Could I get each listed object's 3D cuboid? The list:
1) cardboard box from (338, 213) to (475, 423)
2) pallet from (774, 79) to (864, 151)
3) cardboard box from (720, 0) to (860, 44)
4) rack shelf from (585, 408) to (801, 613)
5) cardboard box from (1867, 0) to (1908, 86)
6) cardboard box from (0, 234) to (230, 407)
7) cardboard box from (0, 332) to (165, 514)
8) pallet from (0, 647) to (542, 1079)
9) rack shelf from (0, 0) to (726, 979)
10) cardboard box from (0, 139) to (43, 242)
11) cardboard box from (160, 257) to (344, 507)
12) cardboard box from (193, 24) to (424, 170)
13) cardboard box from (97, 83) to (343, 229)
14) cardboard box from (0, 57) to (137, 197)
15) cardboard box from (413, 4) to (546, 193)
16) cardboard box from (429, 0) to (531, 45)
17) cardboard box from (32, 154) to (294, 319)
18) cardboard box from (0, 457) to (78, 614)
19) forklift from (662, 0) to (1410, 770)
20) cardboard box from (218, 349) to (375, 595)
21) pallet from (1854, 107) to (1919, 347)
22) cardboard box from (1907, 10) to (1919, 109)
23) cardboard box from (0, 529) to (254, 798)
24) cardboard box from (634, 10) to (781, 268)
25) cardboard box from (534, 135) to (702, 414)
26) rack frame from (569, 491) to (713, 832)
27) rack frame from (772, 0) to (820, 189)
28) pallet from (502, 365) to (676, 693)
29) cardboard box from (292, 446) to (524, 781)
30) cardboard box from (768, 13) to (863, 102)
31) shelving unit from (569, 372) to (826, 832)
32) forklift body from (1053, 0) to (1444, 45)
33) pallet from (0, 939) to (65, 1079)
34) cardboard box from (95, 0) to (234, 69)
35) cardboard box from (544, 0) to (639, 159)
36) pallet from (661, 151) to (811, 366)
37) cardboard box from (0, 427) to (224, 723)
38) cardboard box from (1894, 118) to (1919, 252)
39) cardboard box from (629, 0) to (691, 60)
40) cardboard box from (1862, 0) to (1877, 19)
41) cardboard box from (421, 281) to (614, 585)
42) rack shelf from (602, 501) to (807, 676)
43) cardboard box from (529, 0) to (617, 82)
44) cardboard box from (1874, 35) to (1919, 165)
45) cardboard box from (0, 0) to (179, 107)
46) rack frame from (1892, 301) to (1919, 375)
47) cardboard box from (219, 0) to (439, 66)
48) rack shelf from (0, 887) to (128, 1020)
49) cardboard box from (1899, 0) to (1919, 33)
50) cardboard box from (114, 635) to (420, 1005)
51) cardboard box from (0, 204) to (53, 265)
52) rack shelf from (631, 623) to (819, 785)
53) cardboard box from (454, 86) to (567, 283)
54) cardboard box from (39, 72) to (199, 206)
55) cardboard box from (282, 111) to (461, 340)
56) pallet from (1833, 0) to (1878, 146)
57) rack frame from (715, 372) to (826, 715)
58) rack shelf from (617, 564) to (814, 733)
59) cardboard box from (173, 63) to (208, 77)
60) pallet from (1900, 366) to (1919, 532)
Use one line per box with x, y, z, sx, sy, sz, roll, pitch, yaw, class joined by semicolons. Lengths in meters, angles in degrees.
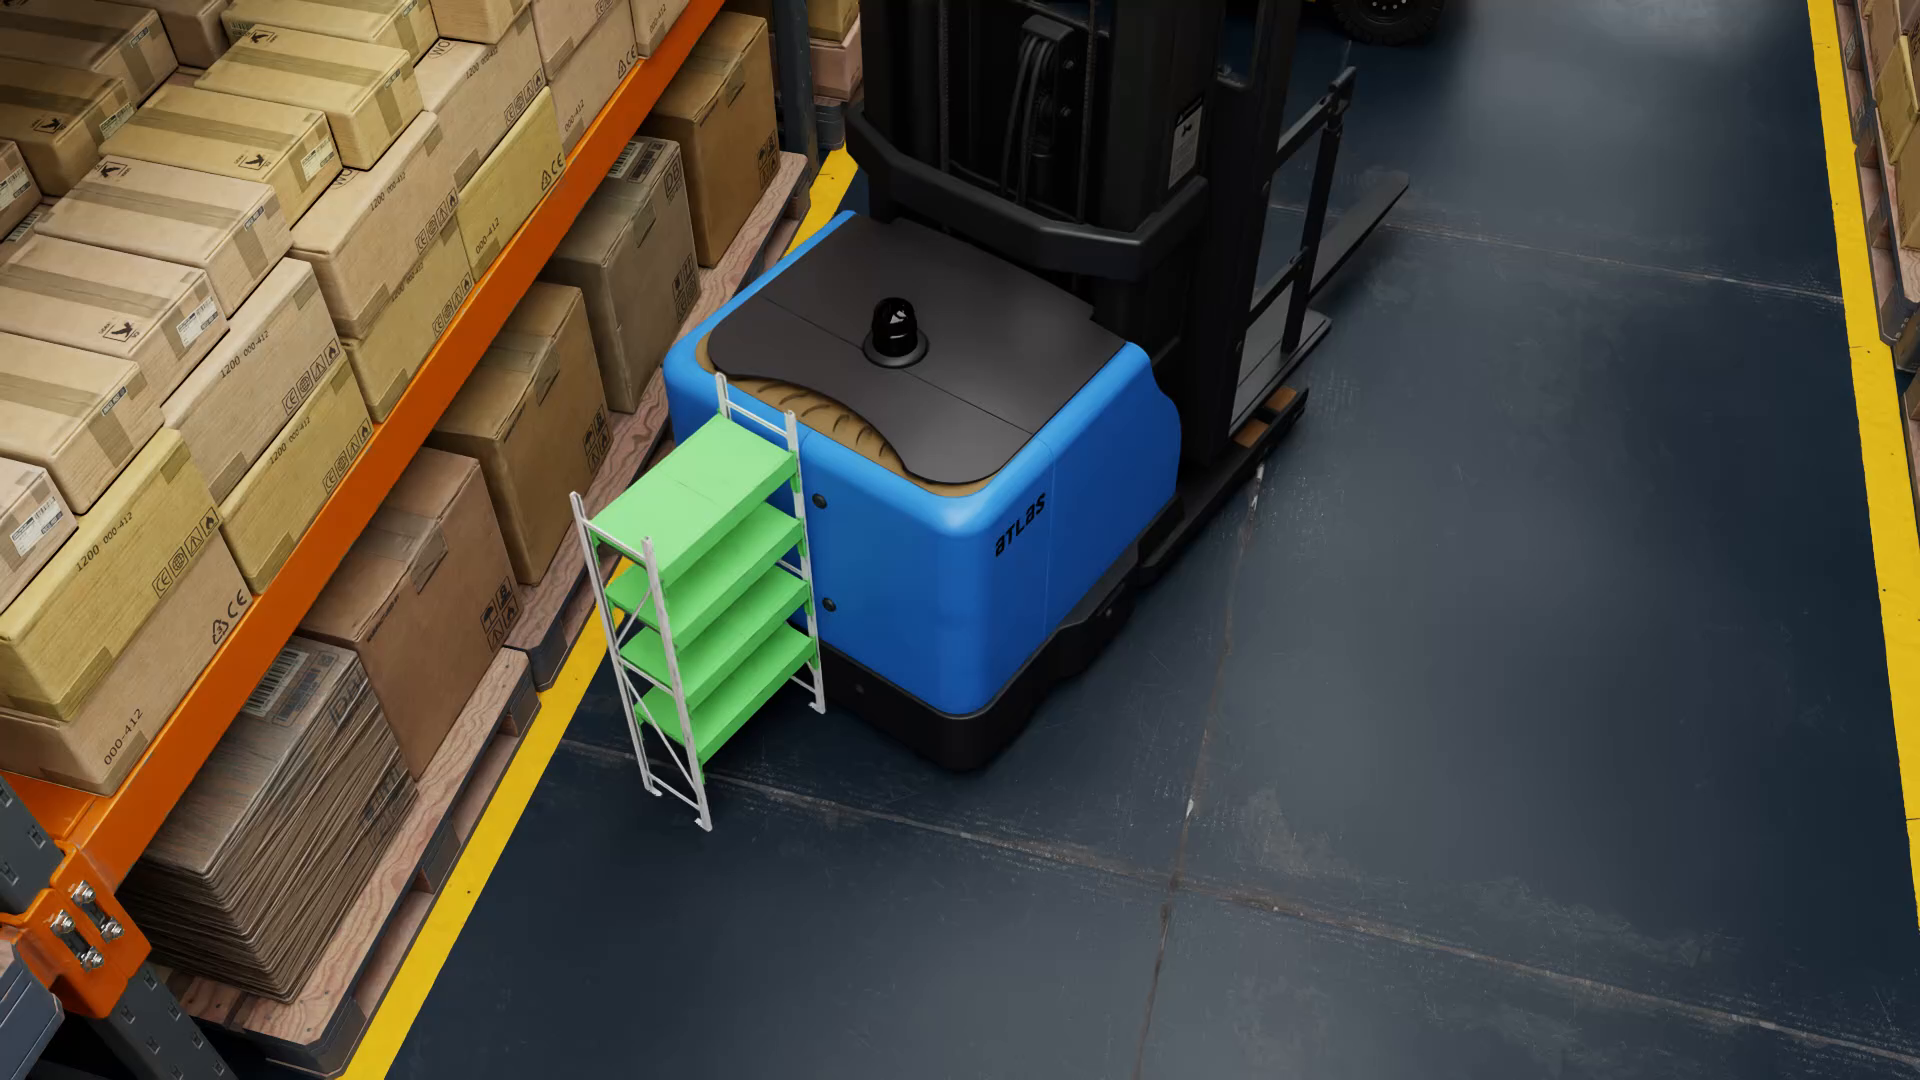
-1.483;-0.565;3.848;0.500;0.250;0.500;10;49;9;cardboard box
-0.799;-2.143;7.000;1.003;0.211;1.213;12;50;10;pallet
-0.624;-2.182;6.396;0.500;0.250;0.500;11;50;10;cardboard box
-0.634;-0.078;3.963;0.258;0.148;0.480;29;55;23;rack shelf
3.906;-1.986;6.556;0.500;0.250;0.500;12;50;11;cardboard box
-1.622;-0.410;3.112;0.380;0.149;0.250;13;50;11;cardboard box
-1.664;-0.219;2.943;0.380;0.149;0.250;13;50;11;cardboard box
-1.847;0.730;4.465;1.003;0.211;1.213;12;50;10;pallet
-1.575;-0.814;4.448;1.077;0.370;4.000;12;50;10;rack shelf
-2.126;-0.706;3.373;0.380;0.149;0.250;11;49;9;cardboard box
-1.616;-0.356;3.330;0.500;0.250;0.500;13;50;11;cardboard box
-1.404;-0.961;3.598;0.380;0.149;0.250;13;50;11;cardboard box
-1.528;-0.789;3.446;0.380;0.149;0.250;12;50;10;cardboard box
-1.982;-0.880;3.527;0.380;0.149;0.250;11;50;10;cardboard box
-1.351;-1.105;3.992;0.500;0.250;0.500;12;50;11;cardboard box
-1.227;-1.318;3.914;0.380;0.149;0.250;10;49;9;cardboard box
-1.565;-0.601;3.281;0.380;0.149;0.250;12;50;10;cardboard box
-1.733;-0.026;2.773;0.380;0.149;0.250;13;50;11;cardboard box
0.497;-1.403;4.533;1.130;2.935;3.031;29;55;23;forklift
-1.612;-0.191;3.518;0.500;0.250;0.500;11;49;9;cardboard box
3.884;-1.092;6.073;1.003;0.211;1.213;12;50;10;pallet
3.770;-1.848;5.934;0.500;0.500;0.500;12;50;11;cardboard box
-1.749;0.171;3.198;0.500;0.250;0.500;12;50;10;cardboard box
-1.175;-1.472;5.852;0.875;0.625;0.625;14;50;12;cardboard box
-1.387;-0.912;5.358;0.875;0.625;0.625;11;50;10;cardboard box
-0.778;0.345;4.145;0.240;1.200;0.015;29;55;23;rack frame
-1.049;-2.499;5.455;1.000;3.000;0.127;12;50;10;rack frame
-1.524;-0.150;5.242;1.003;0.211;1.213;12;50;10;pallet
-1.760;0.119;4.448;0.875;0.625;0.625;13;50;11;cardboard box
-0.602;-2.012;6.579;0.500;0.250;0.500;12;50;10;cardboard box
-0.634;0.197;4.275;0.258;1.200;0.503;29;55;23;shelving unit
1.265;-3.380;6.798;2.313;2.155;1.214;12;50;10;forklift body
-2.212;0.962;2.528;1.213;0.211;1.003;12;50;10;pallet
-1.826;-1.243;3.847;0.380;0.149;0.250;13;50;11;cardboard box
-1.216;-1.315;4.510;0.500;0.250;0.500;12;50;10;cardboard box
-1.205;-1.035;6.023;1.003;0.211;1.213;12;50;10;pallet
-1.725;0.011;3.006;0.500;0.250;0.500;12;50;10;cardboard box
3.637;-1.232;5.890;0.500;0.250;0.500;14;50;12;cardboard box
-1.056;-1.668;4.822;0.500;0.250;0.500;11;50;10;cardboard box
4.042;-2.350;6.878;0.500;0.250;0.500;15;50;13;cardboard box
-1.583;-0.368;4.878;0.875;0.625;0.625;10;49;8;cardboard box
-0.634;0.081;4.143;0.258;0.148;0.480;29;55;23;rack shelf
-1.200;-1.467;4.310;0.500;0.250;0.500;12;50;11;cardboard box
3.768;-1.619;6.232;0.500;0.250;0.500;10;49;9;cardboard box
-1.997;-1.077;3.701;0.380;0.149;0.250;11;49;9;cardboard box
3.741;-1.522;4.593;1.000;3.000;0.127;12;50;10;rack frame
-1.429;-1.168;3.781;0.380;0.149;0.250;12;50;10;cardboard box
-2.628;2.079;1.894;1.077;0.370;4.000;12;50;10;rack shelf
3.903;-2.218;6.260;0.500;0.500;0.500;14;50;12;cardboard box
-1.924;0.593;4.030;0.875;0.625;0.625;13;50;11;cardboard box
-2.118;-0.471;3.432;0.500;0.250;0.500;12;50;10;cardboard box
-0.634;0.399;4.503;0.258;0.148;0.480;29;55;23;rack shelf
-1.345;-0.940;4.179;0.500;0.250;0.500;13;50;11;cardboard box
-1.984;-0.833;3.751;0.500;0.250;0.500;11;50;10;cardboard box
-1.461;-0.731;3.661;0.500;0.250;0.500;10;49;9;cardboard box
4.203;-1.977;6.854;1.003;0.211;1.213;12;50;10;pallet
-0.489;0.050;4.406;0.240;1.200;0.015;29;55;23;rack frame
-0.634;0.240;4.323;0.258;0.148;0.480;29;55;23;rack shelf
-1.844;-1.195;4.071;0.500;0.250;0.500;11;49;9;cardboard box
3.537;-0.036;5.141;1.003;0.211;1.213;12;50;10;pallet
